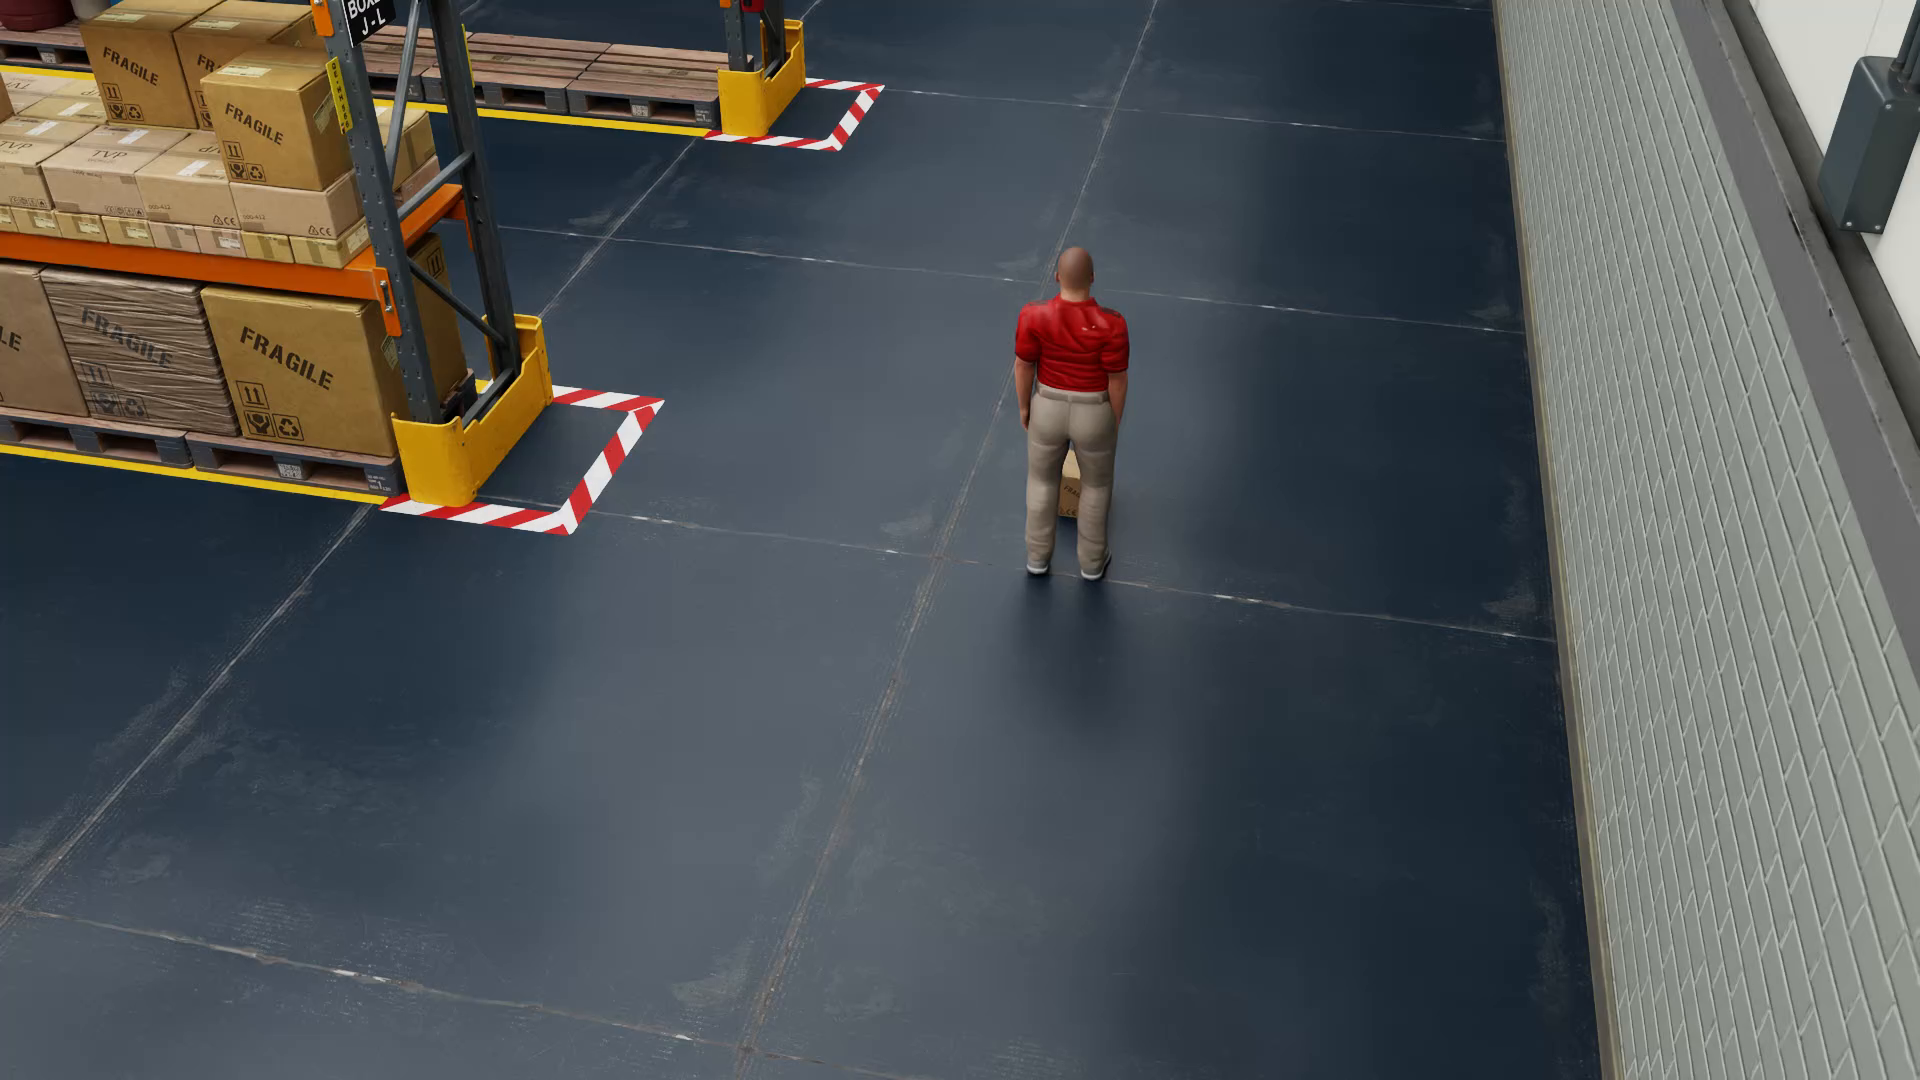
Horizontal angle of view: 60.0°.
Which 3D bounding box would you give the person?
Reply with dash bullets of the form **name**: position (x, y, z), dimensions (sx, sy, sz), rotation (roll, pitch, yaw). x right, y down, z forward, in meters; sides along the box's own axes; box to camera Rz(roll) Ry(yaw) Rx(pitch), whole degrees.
- **person**: position (0.519, -0.591, 7.803), dimensions (0.527, 1.739, 0.363), rotation (8, 37, 11)
